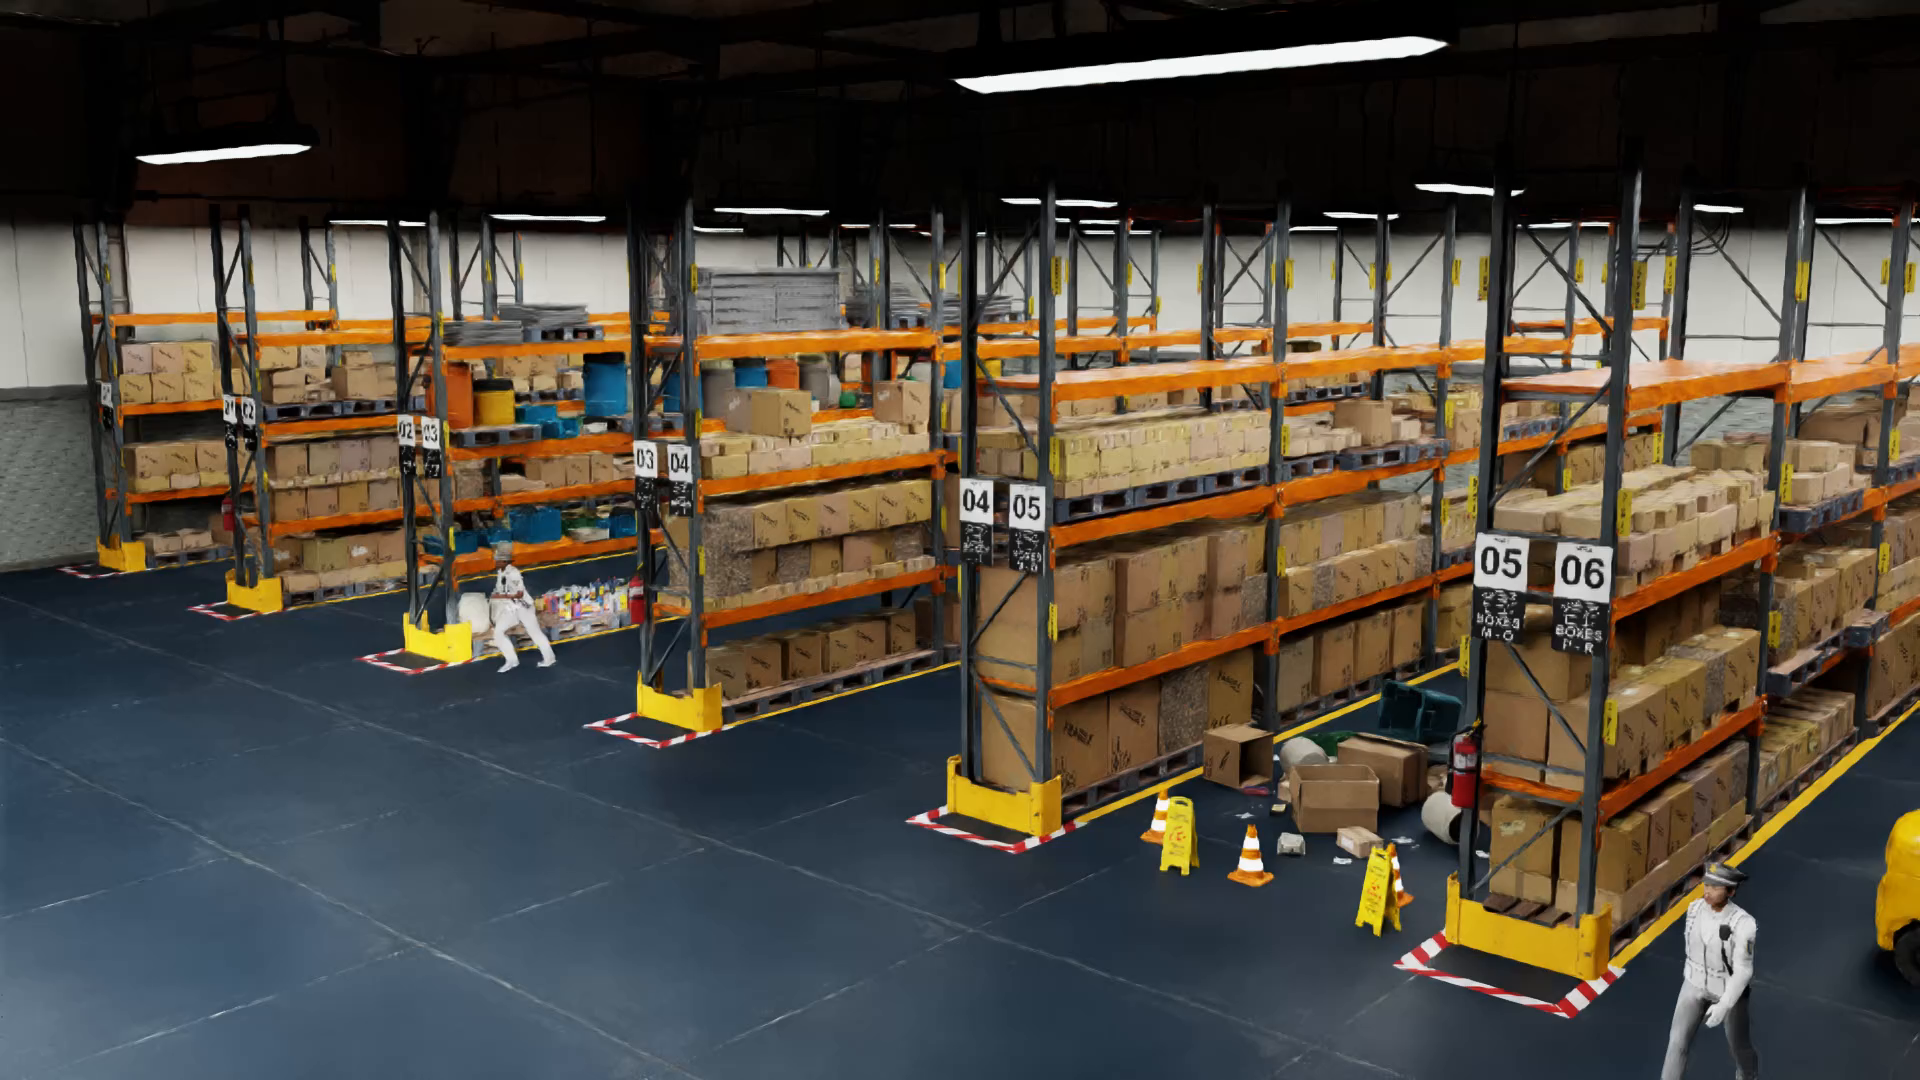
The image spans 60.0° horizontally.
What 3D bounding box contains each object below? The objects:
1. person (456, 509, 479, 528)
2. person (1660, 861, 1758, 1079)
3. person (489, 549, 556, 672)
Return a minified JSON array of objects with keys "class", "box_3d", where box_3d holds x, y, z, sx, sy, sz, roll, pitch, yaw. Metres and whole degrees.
[{"class":"person","box_3d":[-9.446,-1.006,31.984,0.476,1.738,0.625,3,10,17]},{"class":"person","box_3d":[4.566,2.709,10.055,0.997,1.616,0.482,-8,12,-39]},{"class":"person","box_3d":[-5.652,0.876,21.199,0.563,1.612,0.921,7,12,36]}]
